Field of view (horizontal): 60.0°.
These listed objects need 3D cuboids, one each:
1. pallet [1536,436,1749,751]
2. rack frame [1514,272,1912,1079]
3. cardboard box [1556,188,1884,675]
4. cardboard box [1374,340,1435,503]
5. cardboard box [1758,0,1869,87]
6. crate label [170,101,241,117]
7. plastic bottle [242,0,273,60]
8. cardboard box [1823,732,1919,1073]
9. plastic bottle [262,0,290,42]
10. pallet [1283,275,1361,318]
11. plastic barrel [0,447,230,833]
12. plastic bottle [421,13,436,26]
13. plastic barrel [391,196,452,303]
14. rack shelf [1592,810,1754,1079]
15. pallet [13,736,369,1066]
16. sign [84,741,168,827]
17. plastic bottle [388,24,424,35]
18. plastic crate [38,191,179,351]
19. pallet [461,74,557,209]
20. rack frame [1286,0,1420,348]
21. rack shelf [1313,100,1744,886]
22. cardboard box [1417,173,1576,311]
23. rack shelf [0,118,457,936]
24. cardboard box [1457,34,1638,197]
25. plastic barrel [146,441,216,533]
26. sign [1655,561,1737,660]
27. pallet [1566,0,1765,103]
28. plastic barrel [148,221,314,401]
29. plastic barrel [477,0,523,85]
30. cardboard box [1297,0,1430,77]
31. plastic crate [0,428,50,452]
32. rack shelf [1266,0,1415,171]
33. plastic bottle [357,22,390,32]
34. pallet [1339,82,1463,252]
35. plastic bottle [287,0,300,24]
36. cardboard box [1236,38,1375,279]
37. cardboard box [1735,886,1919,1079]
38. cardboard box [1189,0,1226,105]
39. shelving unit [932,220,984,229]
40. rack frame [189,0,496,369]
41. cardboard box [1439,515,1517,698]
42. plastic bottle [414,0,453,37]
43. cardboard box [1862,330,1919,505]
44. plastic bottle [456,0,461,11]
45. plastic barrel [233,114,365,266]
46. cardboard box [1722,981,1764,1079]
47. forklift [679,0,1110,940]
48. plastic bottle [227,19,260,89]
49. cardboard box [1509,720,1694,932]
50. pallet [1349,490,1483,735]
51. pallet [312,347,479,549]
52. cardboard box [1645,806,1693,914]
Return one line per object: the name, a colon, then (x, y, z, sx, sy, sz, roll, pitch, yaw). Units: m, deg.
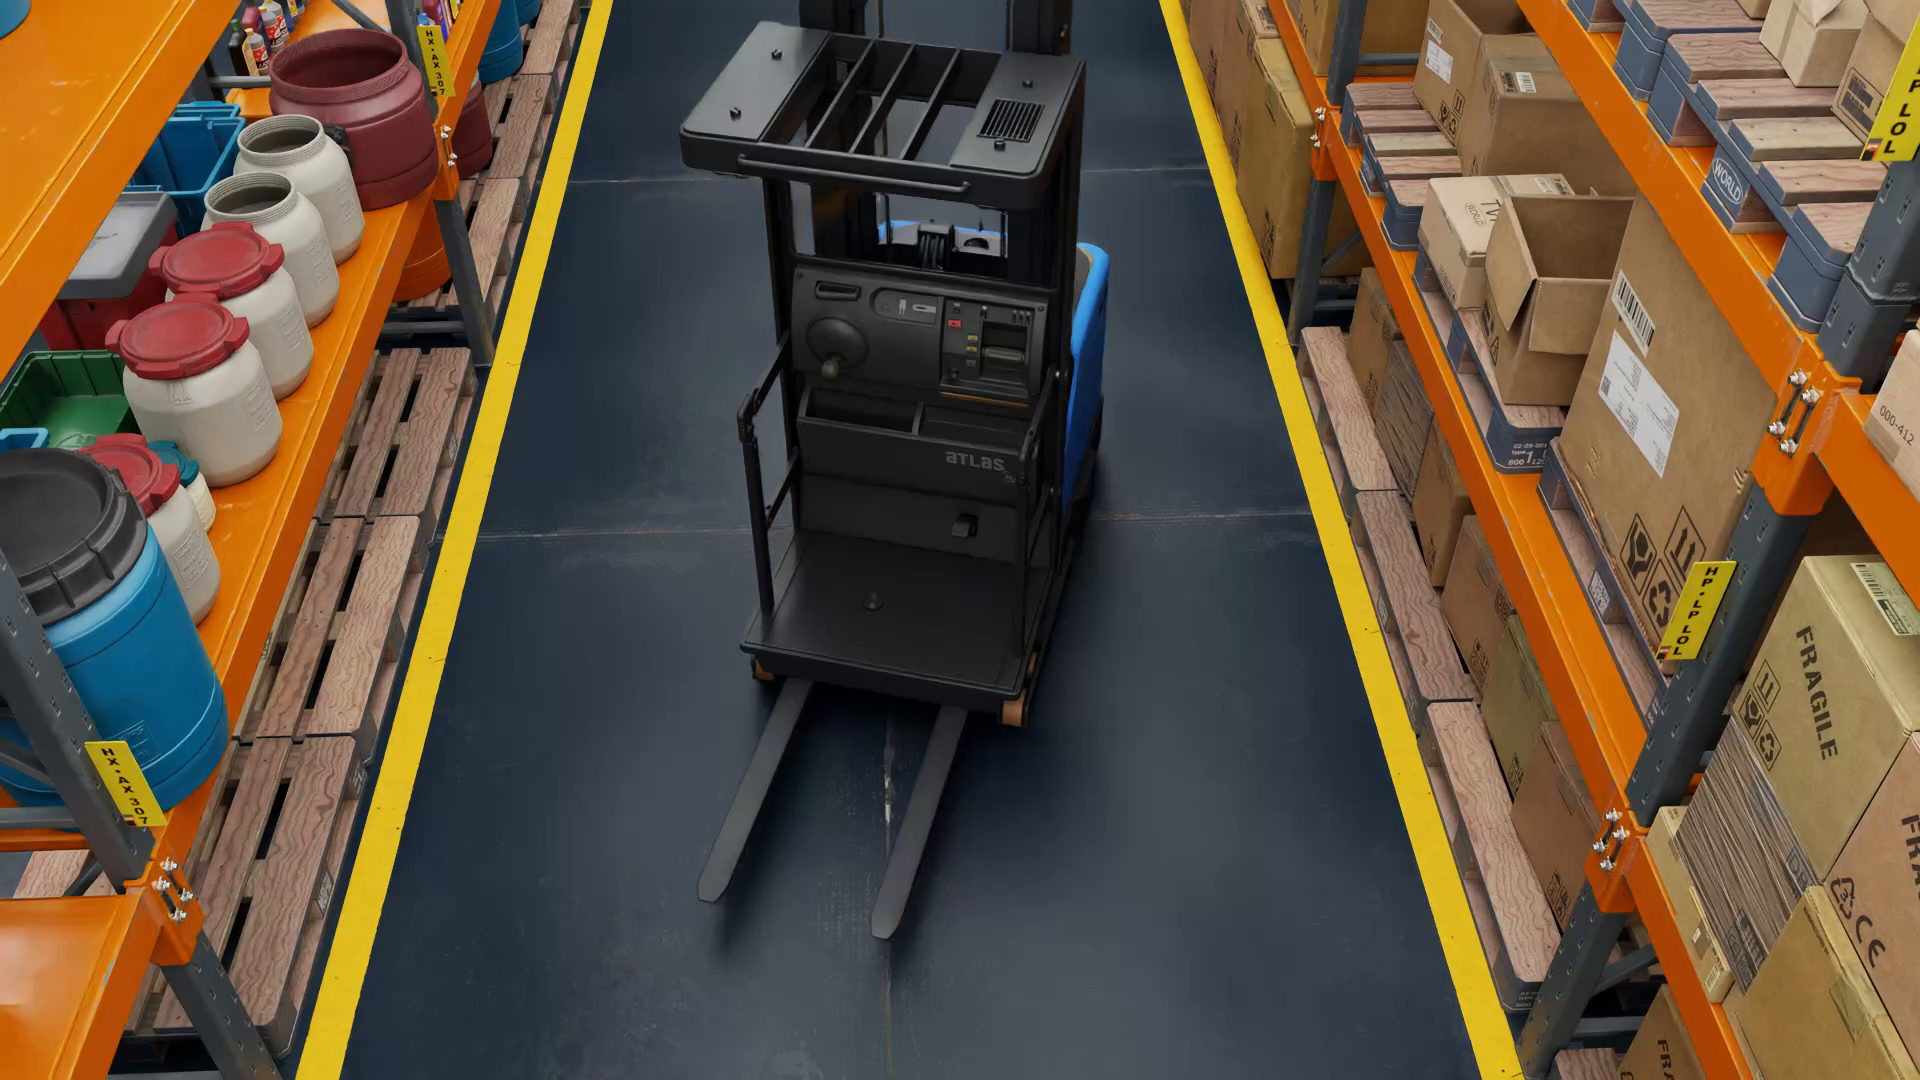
pallet: (2.429, 0.131, 5.029, 1.003, 0.211, 1.213, -2, 43, -2)
rack frame: (2.316, 0.580, 4.397, 1.000, 3.000, 0.127, -2, 43, -2)
cardboard box: (2.422, -0.336, 4.642, 1.000, 1.000, 1.000, -1, 43, -2)
cardboard box: (2.231, -0.535, 7.138, 0.700, 0.500, 0.500, -5, 43, -5)
cardboard box: (2.176, -1.262, 3.976, 0.396, 0.266, 0.258, 0, 43, 0)
crate label: (-3.159, -1.621, 6.922, 0.303, 0.233, 0.416, -2, 43, -2)
plastic bottle: (-3.256, -2.351, 7.682, 0.061, 0.283, 0.133, -2, 43, -2)
cardboard box: (2.104, 0.714, 3.217, 0.500, 0.500, 0.500, -2, 43, -2)
plastic bottle: (-3.247, -2.465, 7.867, 0.097, 0.201, 0.097, 0, 43, 0)
pallet: (2.188, -1.626, 8.868, 1.003, 0.211, 1.213, -2, 43, -2)
plastic barrel: (-2.347, 0.268, 4.366, 0.600, 0.901, 0.708, -2, 43, -2)
plastic bottle: (-2.480, -2.351, 7.742, 0.097, 0.201, 0.097, 0, 43, 0)
plastic barrel: (-2.841, -1.662, 8.139, 0.600, 0.830, 0.708, -2, 43, -2)
rack shelf: (2.401, 2.196, 3.167, 1.077, 0.370, 4.000, -2, 43, -2)
pallet: (-2.705, 1.222, 5.761, 1.003, 0.211, 1.213, -2, 43, -2)
sign: (-2.083, 0.612, 4.157, 0.100, 0.325, 0.005, -2, 43, -2)
plastic bottle: (-2.498, -2.233, 7.558, 0.152, 0.276, 0.135, -2, 43, -2)
plastic crate: (-3.040, -0.902, 5.966, 0.402, 0.464, 0.583, -2, 43, -2)
pallet: (-2.927, -2.302, 9.606, 1.003, 0.211, 1.213, -2, 43, -2)
rack frame: (2.146, -2.120, 7.343, 1.000, 3.000, 0.127, -2, 43, -2)
rack shelf: (2.231, -0.504, 6.113, 1.077, 0.370, 4.000, -2, 43, -2)
cardboard box: (1.987, -1.081, 6.010, 0.500, 0.250, 0.500, -3, 43, -3)
rack shelf: (-2.718, -0.362, 5.958, 1.077, 0.370, 4.000, -2, 43, -2)
cardboard box: (2.332, -1.574, 6.363, 0.700, 0.500, 0.500, 4, 43, 5)
plastic barrel: (-2.536, -0.124, 5.268, 0.301, 0.262, 0.301, 0, 43, 0)
sign: (1.761, 0.172, 3.986, 0.100, 0.325, 0.005, -2, 43, -2)
pallet: (2.349, -1.576, 4.668, 1.213, 0.211, 1.003, -2, 43, -2)
plastic barrel: (-2.504, -0.767, 5.766, 0.433, 0.535, 0.433, 0, 43, 0)
plastic barrel: (-2.936, -3.214, 9.778, 0.600, 0.901, 0.708, -2, 43, -2)
cardboard box: (1.877, -2.483, 7.665, 0.500, 0.500, 0.500, 0, 43, 0)
plastic crate: (-2.990, -0.007, 5.050, 0.392, 0.384, 0.575, -2, 43, -2)
rack shelf: (2.061, -3.205, 9.059, 1.077, 0.370, 4.000, -2, 43, -2)
plastic bottle: (-2.650, -2.229, 7.554, 0.152, 0.276, 0.135, -2, 43, -2)
pallet: (2.282, -1.571, 6.886, 1.213, 0.211, 1.003, -2, 43, -2)
plastic bottle: (-3.255, -2.597, 8.010, 0.097, 0.201, 0.097, 0, 43, 0)
cardboard box: (2.137, -1.958, 8.428, 1.225, 0.875, 0.875, -3, 43, -4)
cardboard box: (2.259, 1.078, 3.560, 0.875, 0.500, 0.500, -2, 43, -2)
cardboard box: (2.062, -3.157, 9.736, 1.225, 0.875, 0.875, -3, 43, -3)
shelving unit: (-0.028, -1.022, 7.693, 0.258, 0.900, 0.210, 5, 40, 5)
rack frame: (-2.803, -1.978, 7.188, 1.000, 3.000, 0.127, -2, 43, -2)
cardboard box: (2.285, 0.224, 6.310, 0.700, 0.500, 0.500, -5, 43, -5)
plastic bottle: (-2.518, -2.546, 7.899, 0.152, 0.276, 0.135, -2, 43, -2)
cardboard box: (2.079, -0.159, 3.094, 0.500, 0.250, 0.500, -3, 43, -3)
plastic bottle: (-2.501, -2.687, 8.109, 0.097, 0.201, 0.097, 0, 43, 0)
plastic barrel: (-2.546, -1.331, 6.399, 0.421, 0.512, 0.421, 0, 43, 0)
cardboard box: (2.060, 1.164, 3.946, 0.380, 0.149, 0.250, -2, 43, -2)
forklift: (-0.200, -0.646, 5.785, 1.130, 2.935, 3.031, 9, 43, 10)
plastic bottle: (-3.246, -2.196, 7.512, 0.061, 0.283, 0.133, -2, 43, -2)
cardboard box: (2.311, 0.925, 5.546, 0.700, 0.500, 0.500, -5, 43, -5)
pallet: (2.226, 0.257, 6.813, 1.003, 0.211, 1.213, -2, 43, -2)
pallet: (-2.809, -0.426, 7.558, 1.003, 0.211, 1.213, -2, 43, -2)
cardboard box: (2.024, 0.827, 4.314, 0.380, 0.149, 0.250, -2, 43, -2)
